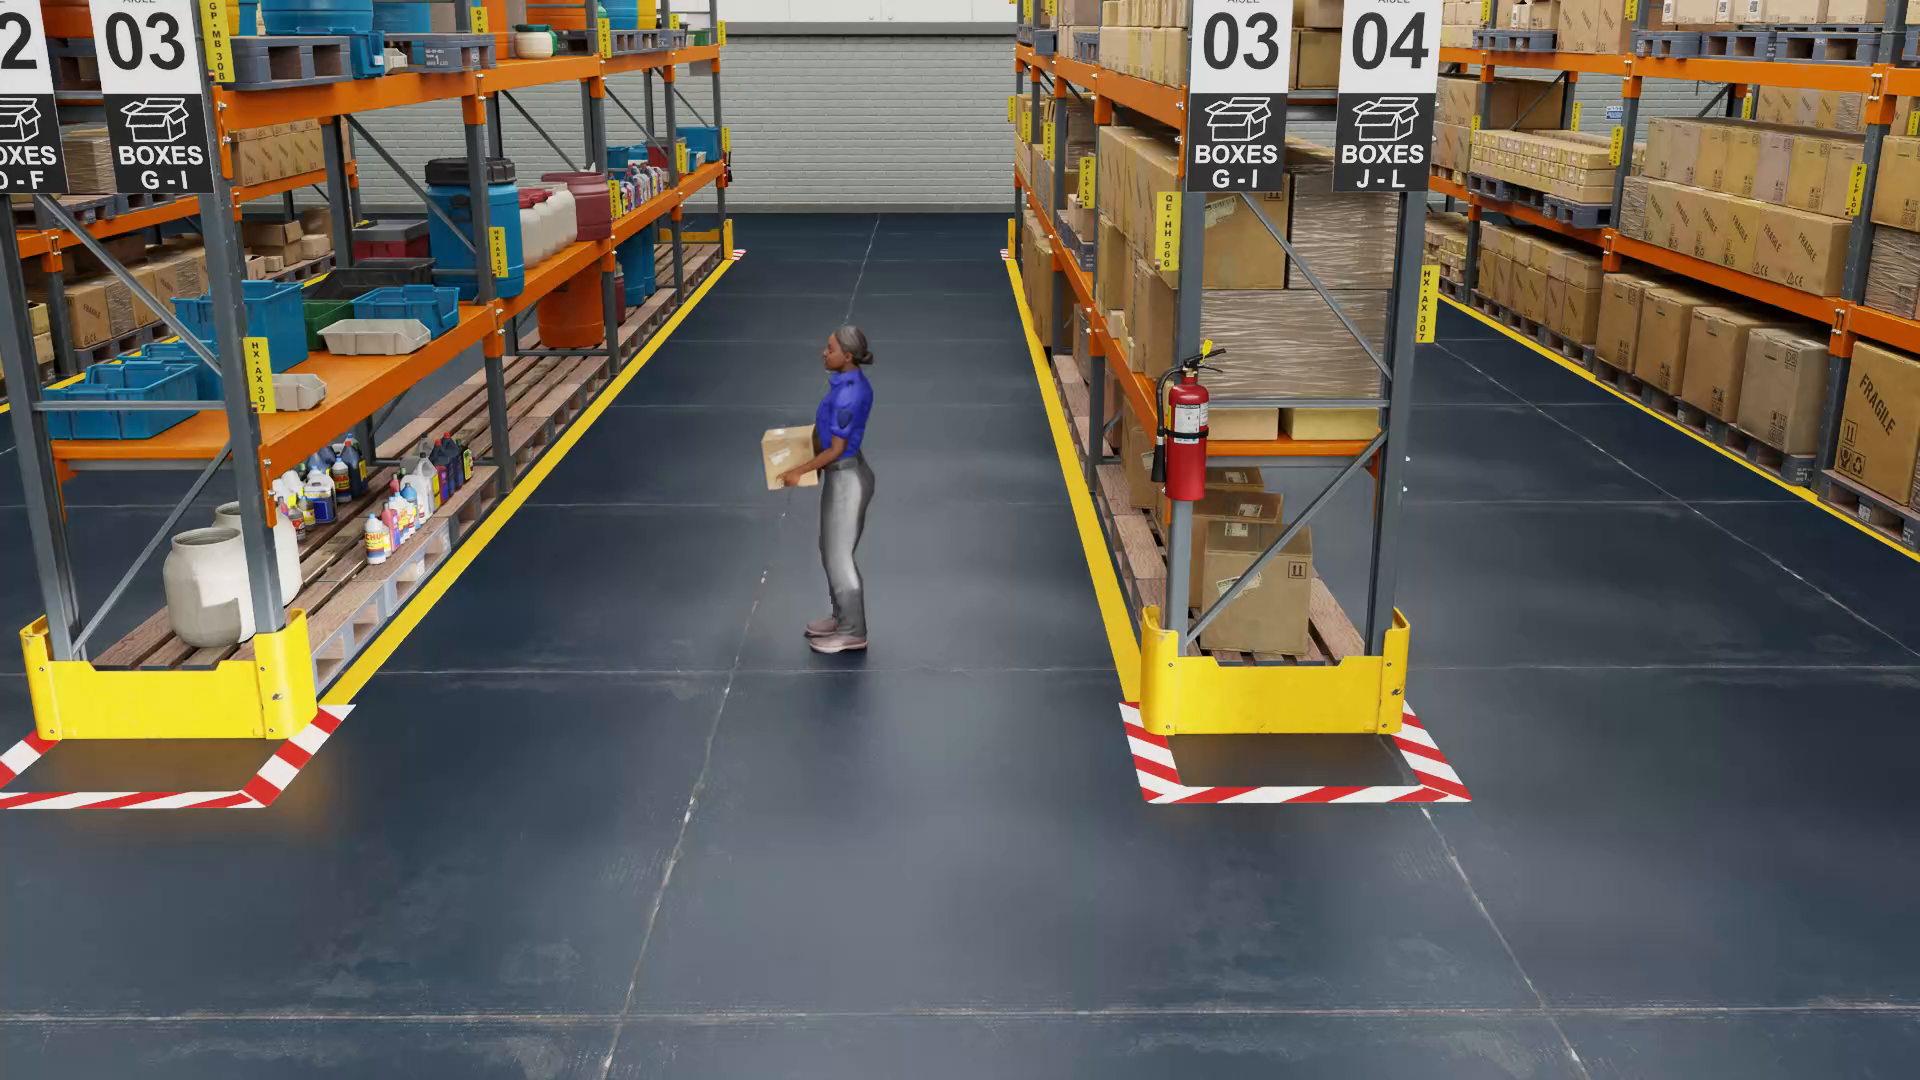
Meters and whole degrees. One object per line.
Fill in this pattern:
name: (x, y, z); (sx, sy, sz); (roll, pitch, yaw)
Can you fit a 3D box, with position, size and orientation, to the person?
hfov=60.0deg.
person: (-0.673, -0.264, 8.407); (0.500, 1.653, 0.460); (0, 17, -1)
